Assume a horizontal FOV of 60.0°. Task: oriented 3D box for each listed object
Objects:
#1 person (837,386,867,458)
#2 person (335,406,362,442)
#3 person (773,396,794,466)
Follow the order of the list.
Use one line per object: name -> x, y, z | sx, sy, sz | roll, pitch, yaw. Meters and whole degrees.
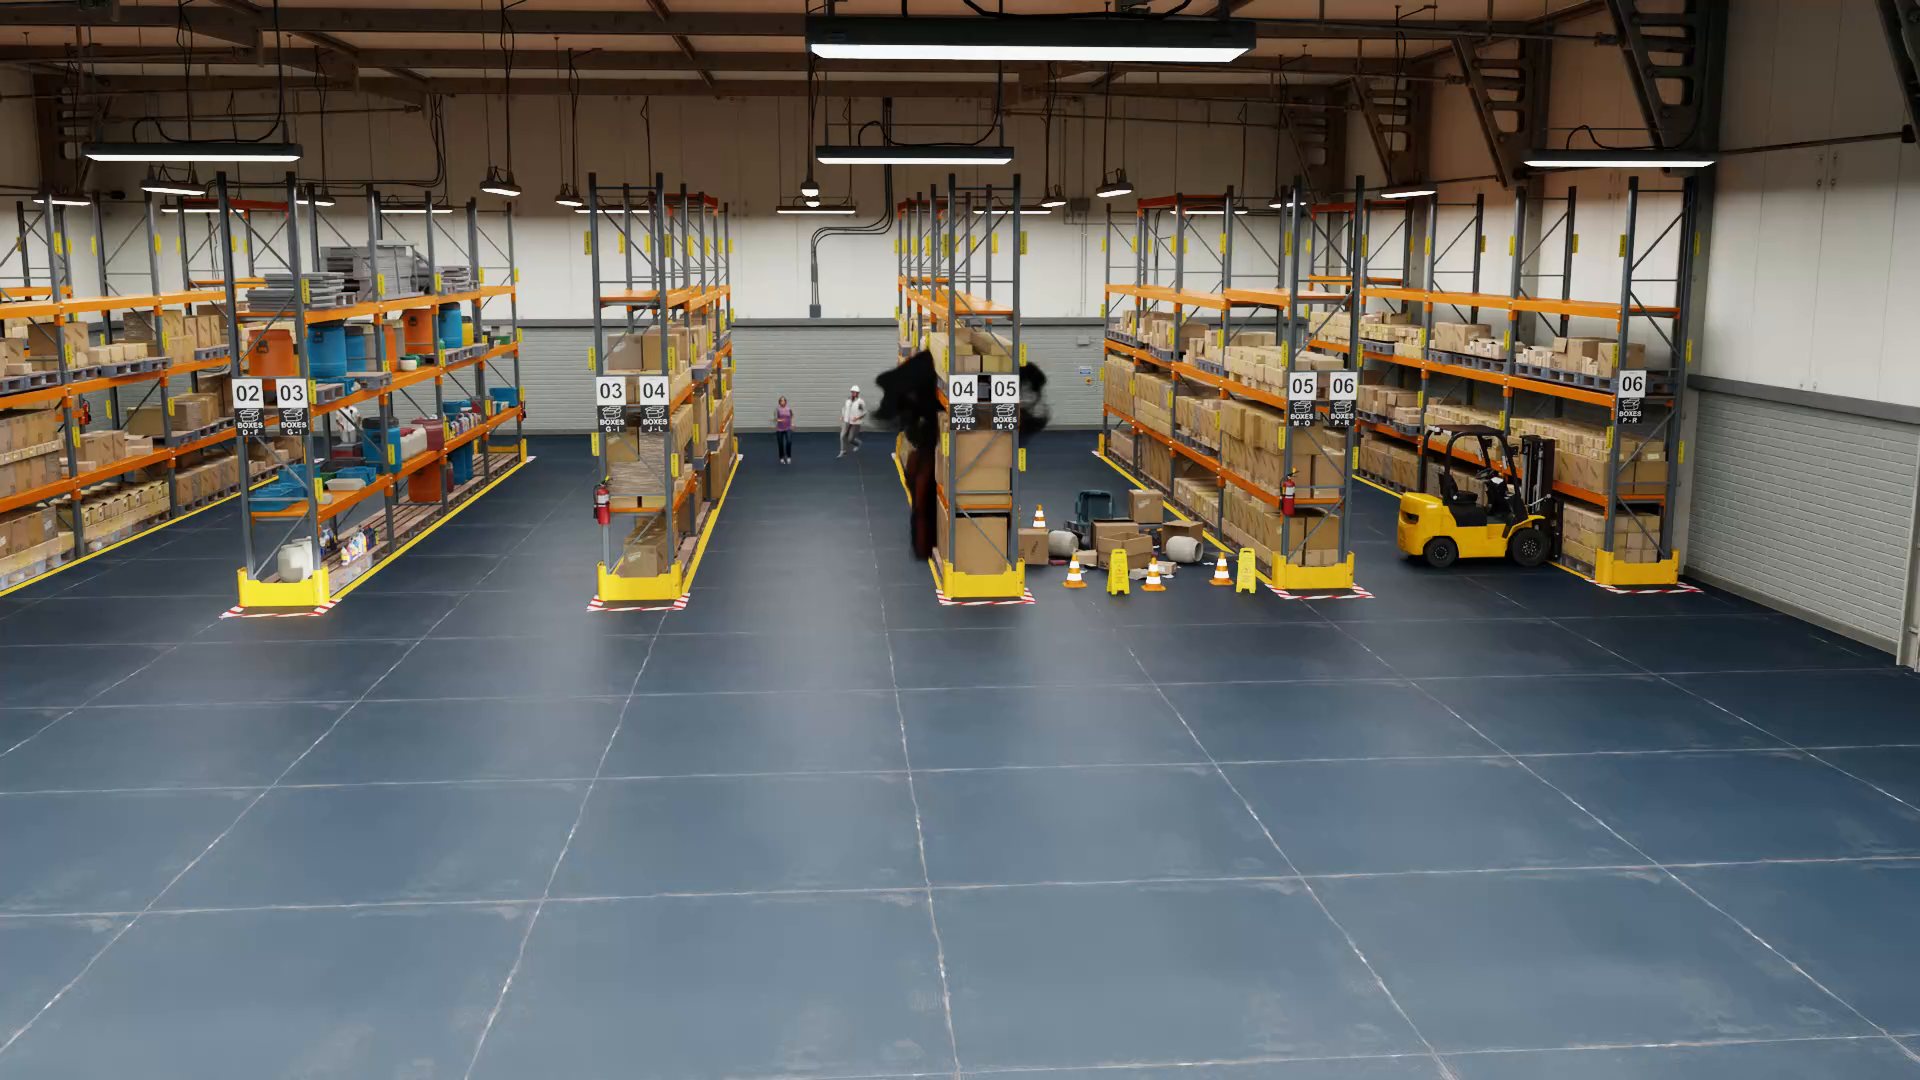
person -> -2.537, -2.829, 39.817 | 0.703, 1.733, 0.767 | 5, 11, 27
person -> -14.034, -2.500, 38.116 | 0.543, 1.661, 0.554 | -3, 10, -15
person -> -4.044, -2.509, 38.300 | 0.508, 1.604, 0.667 | -2, 10, -12
